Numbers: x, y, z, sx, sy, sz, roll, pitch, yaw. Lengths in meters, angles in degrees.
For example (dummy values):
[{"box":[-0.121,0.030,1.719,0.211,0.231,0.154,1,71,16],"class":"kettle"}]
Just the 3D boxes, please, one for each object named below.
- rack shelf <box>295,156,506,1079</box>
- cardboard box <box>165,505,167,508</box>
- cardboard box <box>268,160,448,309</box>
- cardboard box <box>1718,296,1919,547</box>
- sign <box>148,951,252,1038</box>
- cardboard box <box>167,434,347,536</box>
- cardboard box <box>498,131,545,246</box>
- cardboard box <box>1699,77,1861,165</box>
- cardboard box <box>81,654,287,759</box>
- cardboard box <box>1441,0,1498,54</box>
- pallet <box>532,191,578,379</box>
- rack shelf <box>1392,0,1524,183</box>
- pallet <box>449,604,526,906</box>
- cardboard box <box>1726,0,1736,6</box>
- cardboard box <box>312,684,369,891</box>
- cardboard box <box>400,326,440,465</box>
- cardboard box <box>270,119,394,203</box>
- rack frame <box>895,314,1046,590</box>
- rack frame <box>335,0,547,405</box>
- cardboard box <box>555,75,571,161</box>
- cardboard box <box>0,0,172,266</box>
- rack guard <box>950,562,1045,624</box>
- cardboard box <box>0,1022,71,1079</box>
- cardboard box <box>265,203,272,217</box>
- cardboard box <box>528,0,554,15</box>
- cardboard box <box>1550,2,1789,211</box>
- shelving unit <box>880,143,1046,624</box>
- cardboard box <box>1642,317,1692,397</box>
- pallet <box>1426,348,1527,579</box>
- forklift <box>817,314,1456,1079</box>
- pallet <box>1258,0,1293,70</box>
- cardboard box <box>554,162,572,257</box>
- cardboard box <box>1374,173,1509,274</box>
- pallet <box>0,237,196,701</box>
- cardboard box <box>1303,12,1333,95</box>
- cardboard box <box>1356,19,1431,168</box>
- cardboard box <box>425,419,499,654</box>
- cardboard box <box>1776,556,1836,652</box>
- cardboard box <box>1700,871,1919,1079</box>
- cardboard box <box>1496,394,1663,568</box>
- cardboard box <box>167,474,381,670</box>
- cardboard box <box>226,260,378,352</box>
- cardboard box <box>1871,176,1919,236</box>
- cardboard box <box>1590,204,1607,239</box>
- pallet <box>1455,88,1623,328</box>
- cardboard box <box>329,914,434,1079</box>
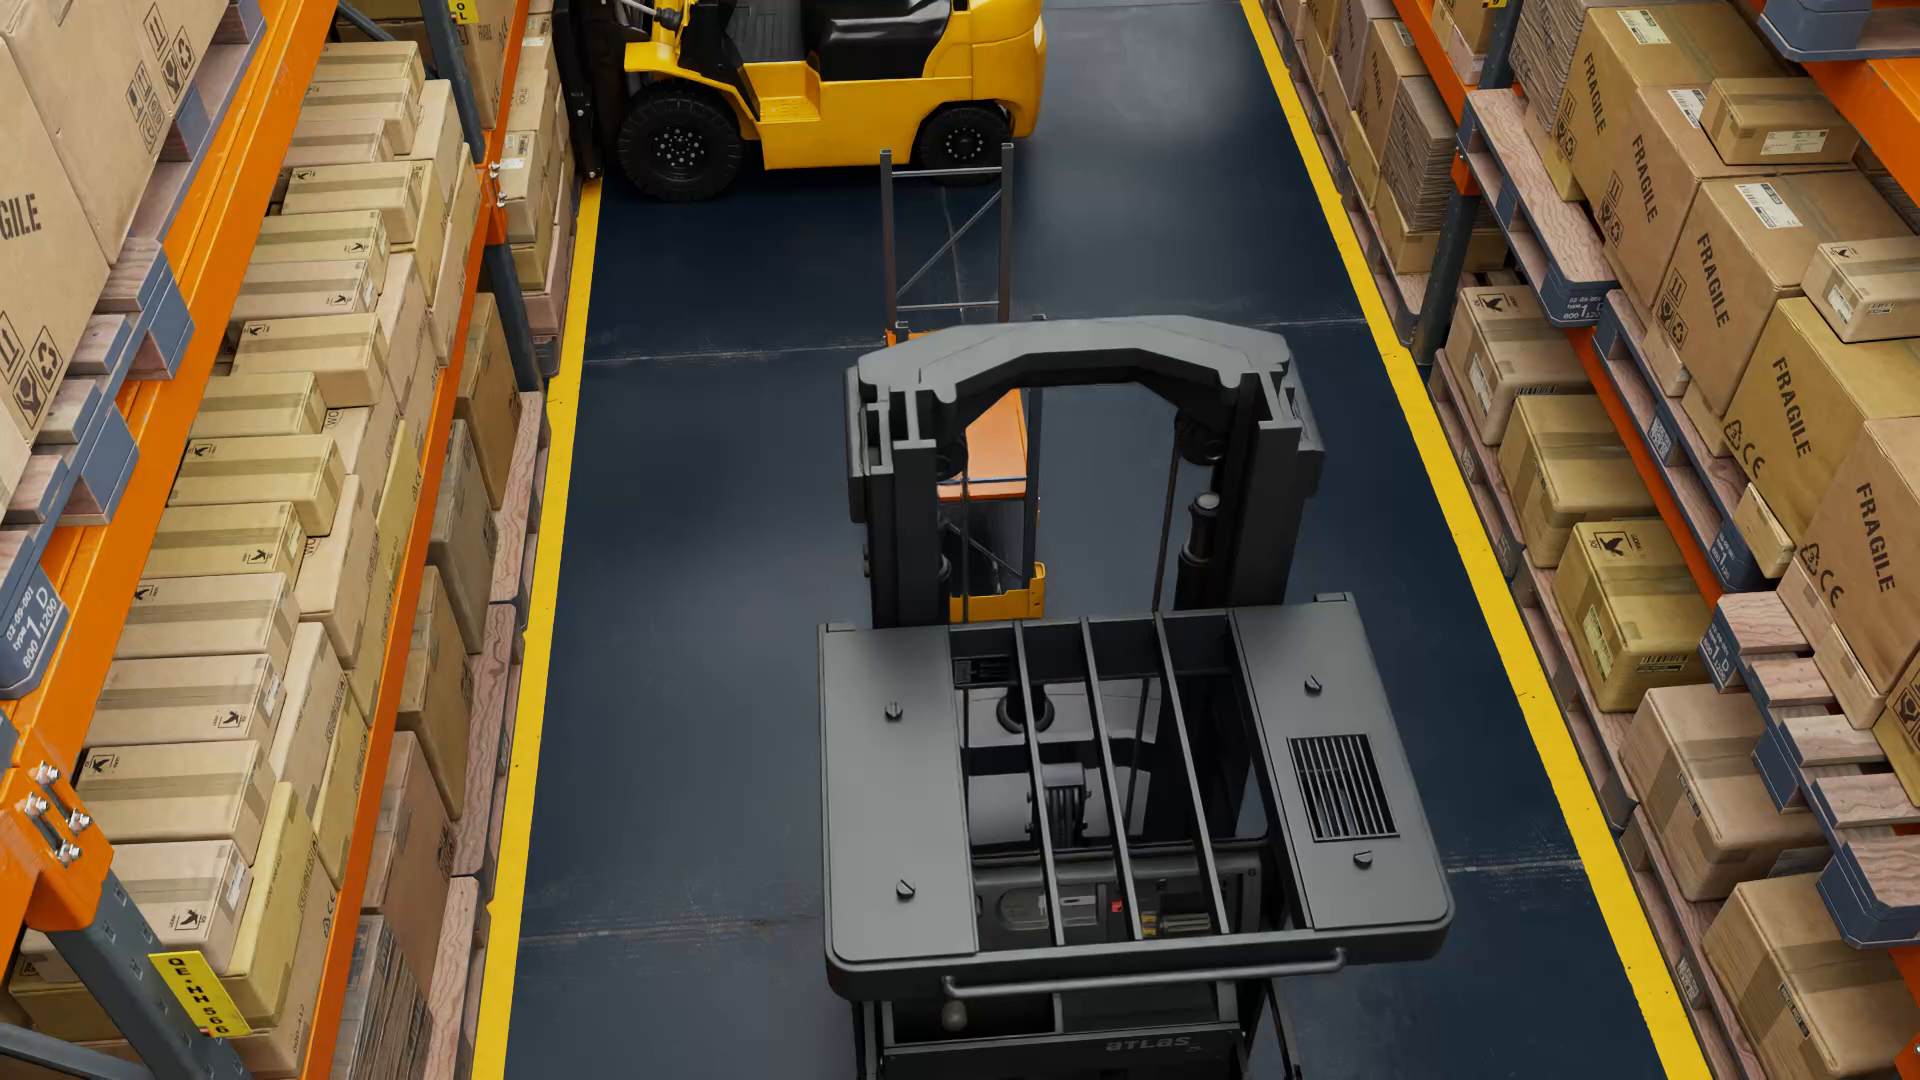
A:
[{"box":[-2.186,0.099,5.223,1.077,0.370,4.000,-3,47,-3],"class":"rack shelf"},{"box":[-2.417,0.138,4.449,0.500,0.250,0.500,-4,47,-4],"class":"cardboard box"},{"box":[-2.007,-1.004,5.531,0.500,0.250,0.500,-5,47,-4],"class":"cardboard box"},{"box":[2.515,-0.338,4.577,0.500,0.500,0.500,-6,47,-6],"class":"cardboard box"},{"box":[-1.479,0.888,3.237,0.100,0.325,0.005,-3,47,-3],"class":"sign"},{"box":[-1.870,-0.141,4.438,0.380,0.149,0.250,-3,47,-2],"class":"cardboard box"},{"box":[-2.081,-1.507,7.164,0.500,0.250,0.500,-4,47,-4],"class":"cardboard box"},{"box":[2.473,-1.263,5.007,0.380,0.149,0.250,-1,47,-1],"class":"cardboard box"},{"box":[-1.822,0.415,3.912,0.380,0.149,0.250,-2,47,-2],"class":"cardboard box"},{"box":[2.308,-2.343,6.766,0.500,0.500,0.500,-5,47,-4],"class":"cardboard box"},{"box":[-2.378,-1.215,7.891,1.003,0.211,1.213,-3,47,-3],"class":"pallet"},{"box":[2.425,-3.100,8.252,1.077,0.370,4.000,-3,47,-3],"class":"rack shelf"},{"box":[-2.148,0.779,6.004,1.003,0.211,1.213,-3,47,-3],"class":"pallet"},{"box":[2.860,-1.861,6.020,0.500,0.500,0.500,-4,47,-4],"class":"cardboard box"},{"box":[-1.849,0.650,4.308,0.500,0.250,0.500,-4,47,-4],"class":"cardboard box"},{"box":[-1.992,-0.471,5.370,0.500,0.250,0.500,-3,47,-3],"class":"cardboard box"},{"box":[-2.096,-1.254,5.492,0.380,0.149,0.250,-4,47,-3],"class":"cardboard box"},{"box":[0.035,-0.210,6.052,0.500,1.500,0.032,-3,47,-3],"class":"rack frame"},{"box":[-2.353,-1.596,6.332,1.000,3.000,0.127,-3,47,-3],"class":"rack frame"},{"box":[-2.161,-2.064,8.035,0.500,0.250,0.500,-4,47,-4],"class":"cardboard box"},{"box":[-1.978,-0.844,3.127,0.700,0.500,0.500,-4,47,-4],"class":"cardboard box"},{"box":[0.035,0.219,6.507,0.587,0.250,0.087,-3,47,-3],"class":"rack guard"},{"box":[-2.311,1.040,3.939,0.500,0.250,0.500,-4,47,-4],"class":"cardboard box"},{"box":[-2.534,-0.969,5.497,0.500,0.250,0.500,-4,47,-4],"class":"cardboard box"},{"box":[-2.203,-2.618,8.215,0.500,0.250,0.500,-4,47,-4],"class":"cardboard box"},{"box":[2.389,-1.462,5.642,0.500,0.500,0.500,-3,47,-3],"class":"cardboard box"},{"box":[-0.006,-0.571,6.394,0.587,1.500,1.083,-3,47,-3],"class":"shelving unit"},{"box":[2.405,-0.594,5.267,0.380,0.149,0.250,-2,47,-2],"class":"cardboard box"},{"box":[2.659,-0.378,7.099,1.003,0.211,1.213,-3,47,-3],"class":"pallet"},{"box":[0.280,1.062,3.862,1.130,2.935,3.031,-3,47,-3],"class":"forklift"},{"box":[2.297,-3.190,9.763,1.003,0.211,1.213,-3,47,-3],"class":"pallet"},{"box":[-2.122,-1.531,7.875,0.500,0.250,0.500,-4,47,-4],"class":"cardboard box"},{"box":[2.275,-1.510,7.856,0.500,0.250,0.500,-2,47,-1],"class":"cardboard box"},{"box":[-2.164,-0.154,3.030,1.213,0.211,1.003,-2,47,-1],"class":"pallet"},{"box":[2.143,-2.629,8.915,0.500,0.250,0.500,-1,47,-1],"class":"cardboard box"},{"box":[2.231,-2.136,7.932,0.500,0.500,0.500,-3,47,-3],"class":"cardboard box"},{"box":[-2.241,0.015,6.152,0.875,0.625,0.625,-4,47,-4],"class":"cardboard box"},{"box":[2.492,0.161,4.552,0.380,0.149,0.250,-5,47,-5],"class":"cardboard box"},{"box":[2.890,1.344,5.068,0.950,0.372,0.625,-6,47,-6],"class":"cardboard box"},{"box":[2.703,-0.242,6.570,0.950,0.372,0.625,-1,47,-1],"class":"cardboard box"},{"box":[-1.879,0.100,4.485,0.500,0.250,0.500,-5,47,-4],"class":"cardboard box"},{"box":[-1.967,-0.697,4.965,0.380,0.149,0.250,-3,47,-3],"class":"cardboard box"},{"box":[2.985,-0.749,4.967,0.500,0.500,0.500,-5,47,-5],"class":"cardboard box"},{"box":[2.436,-1.157,5.800,0.380,0.149,0.250,-1,47,-1],"class":"cardboard box"},{"box":[2.512,-1.272,6.158,1.003,0.211,1.213,-3,47,-3],"class":"pallet"},{"box":[-2.057,1.518,4.729,0.875,0.625,0.625,-2,47,-2],"class":"cardboard box"}]
